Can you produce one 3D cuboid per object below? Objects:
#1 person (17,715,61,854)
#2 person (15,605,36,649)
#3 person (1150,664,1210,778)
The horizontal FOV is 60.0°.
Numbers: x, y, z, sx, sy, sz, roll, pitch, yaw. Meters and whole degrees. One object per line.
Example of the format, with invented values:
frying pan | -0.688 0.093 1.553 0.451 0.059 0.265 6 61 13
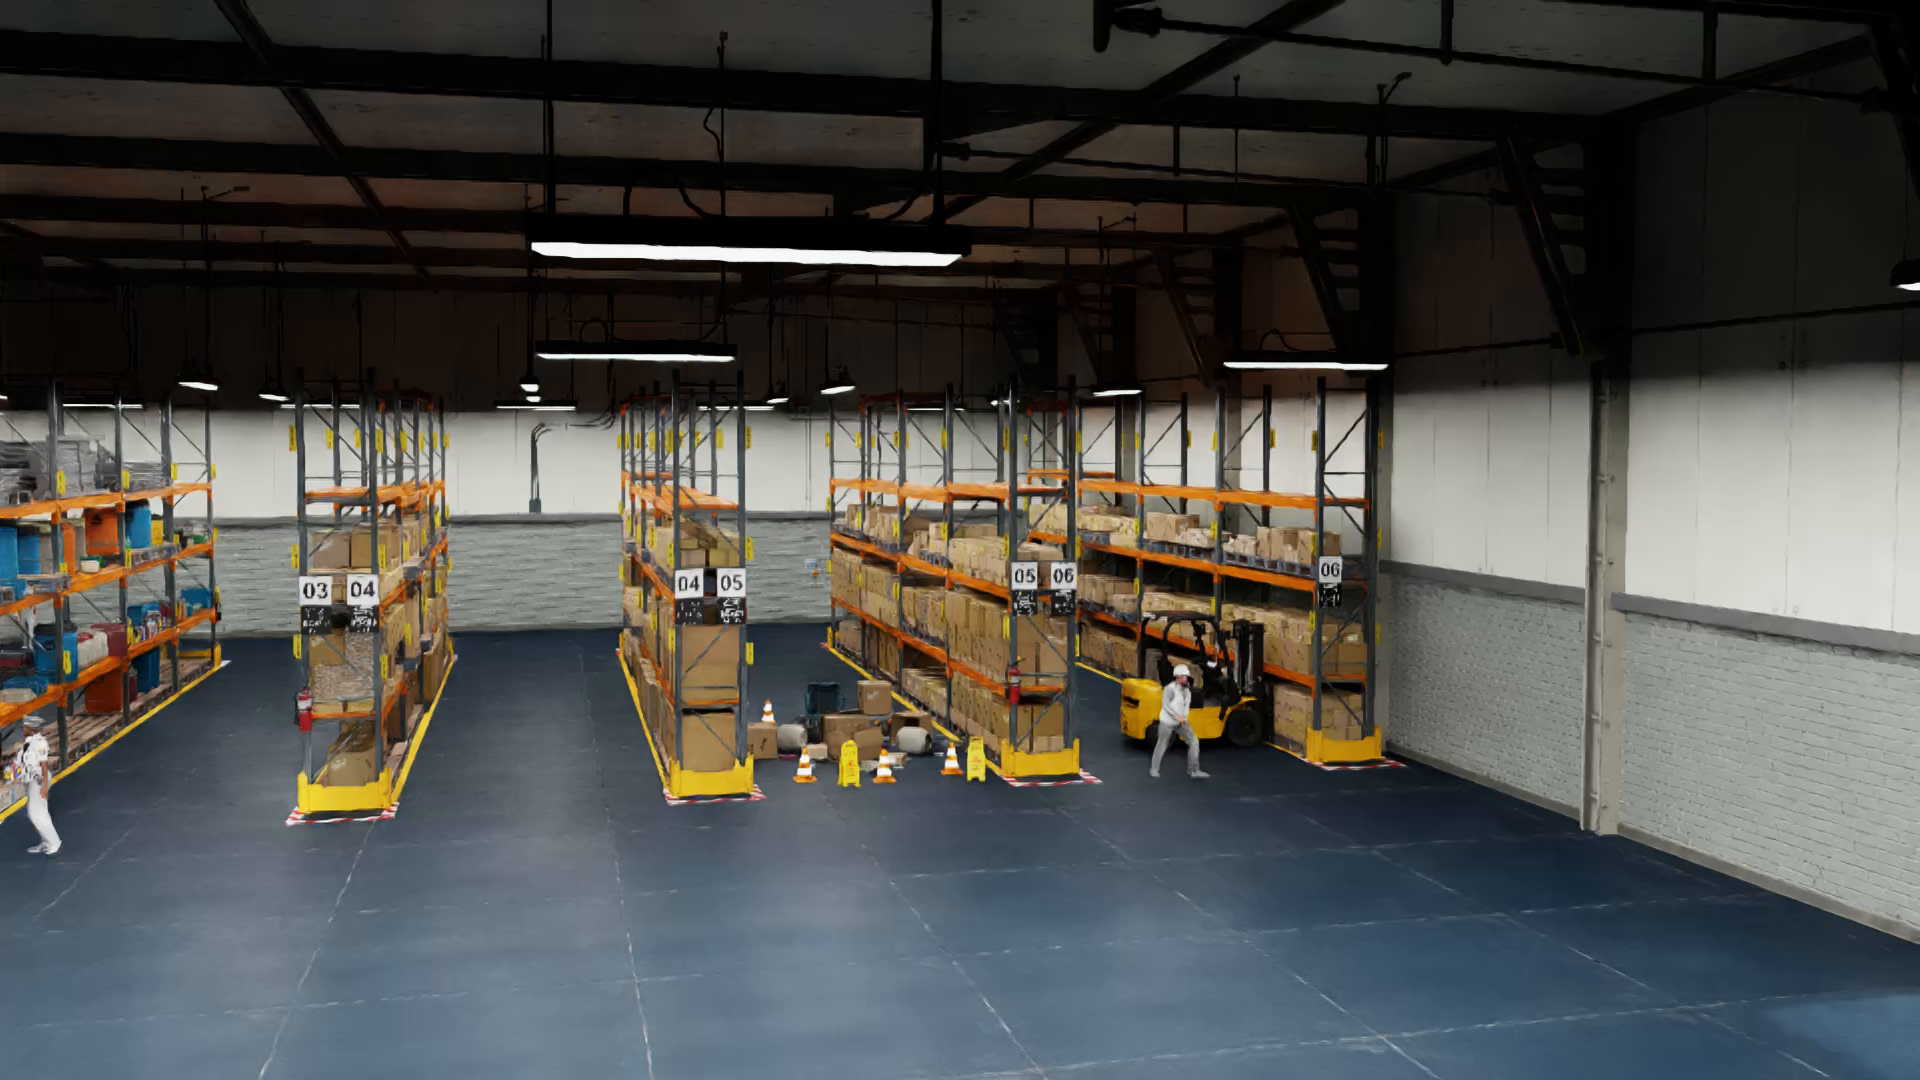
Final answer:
person | -11.157 2.955 20.155 0.401 1.670 0.568 -3 5 -42
person | -22.170 1.832 39.443 0.444 1.604 1.016 -1 4 -22
person | 3.193 2.671 24.587 0.684 1.714 0.795 -2 4 -34
